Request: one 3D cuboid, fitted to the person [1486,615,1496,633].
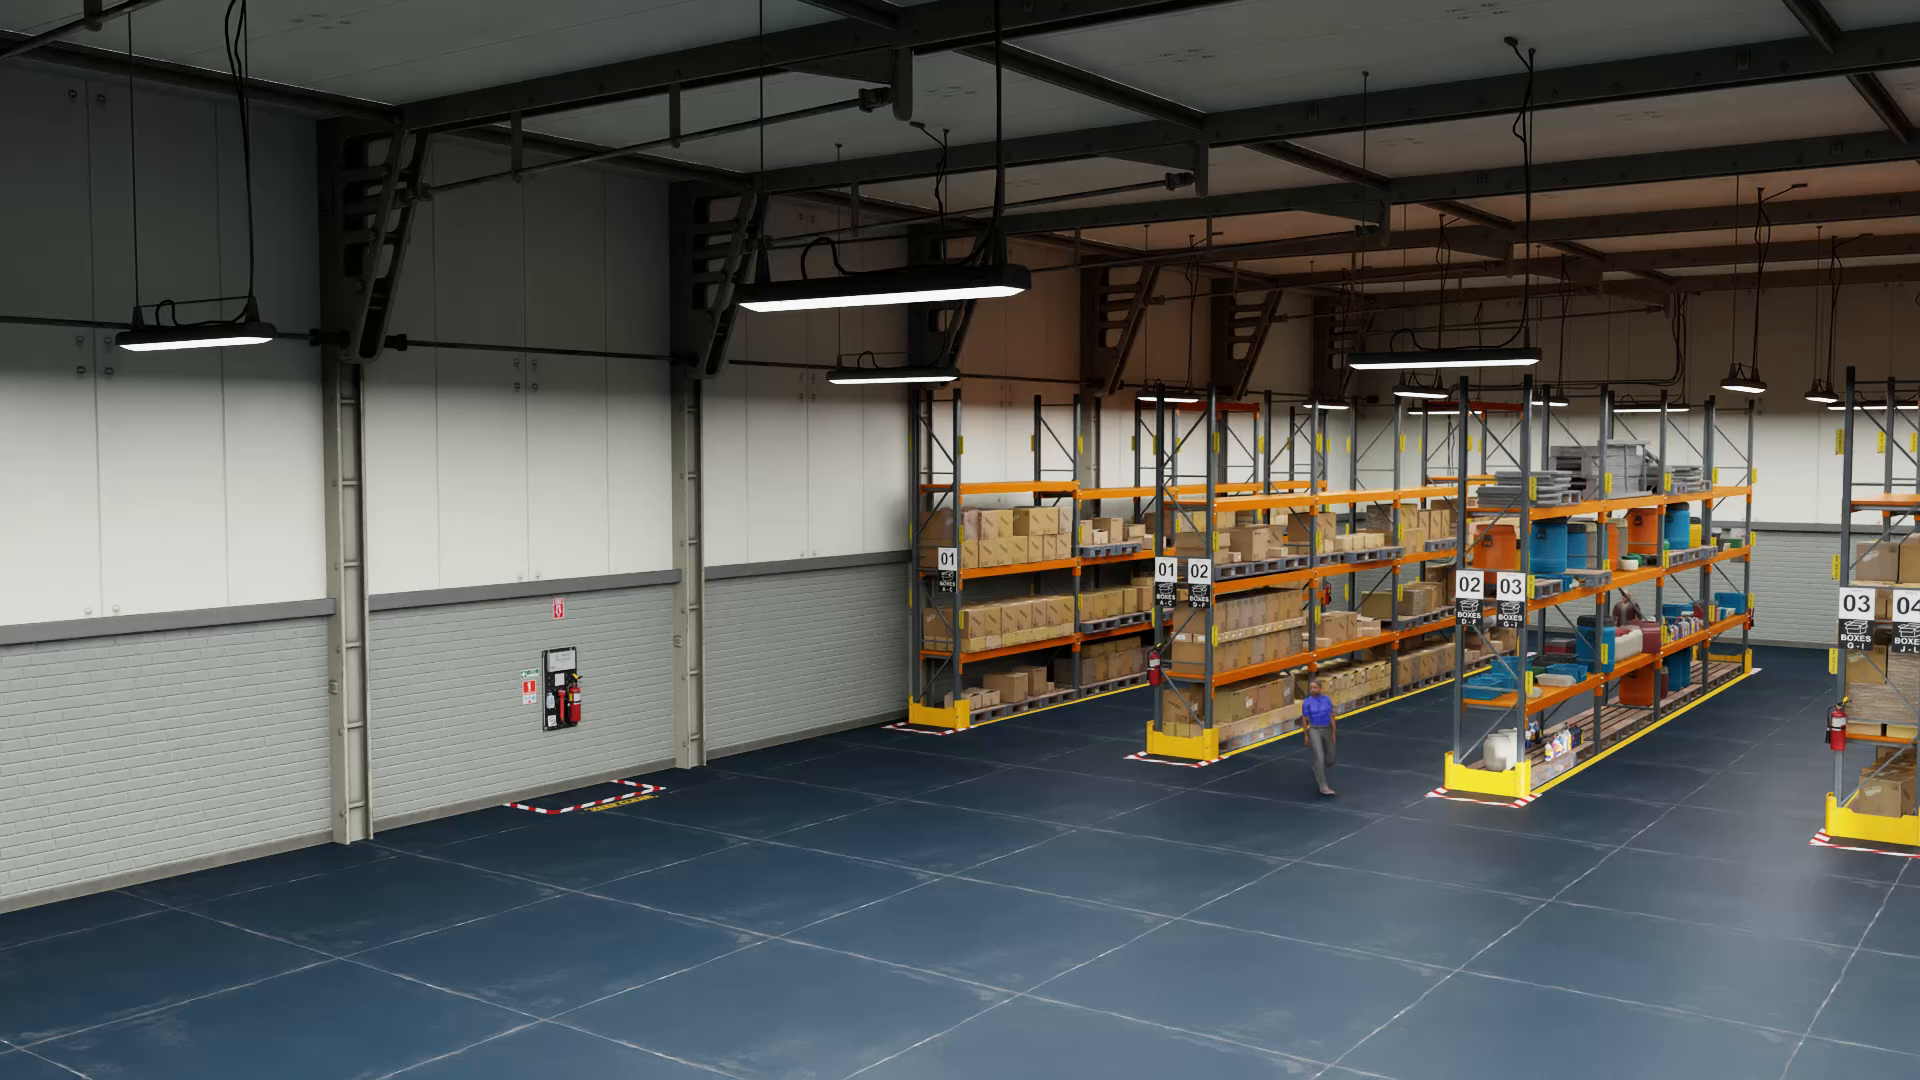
[{"bbox_3d":[13.529,1.731,41.972,0.532,1.754,0.916,-1,3,-13],"label":"person"}]

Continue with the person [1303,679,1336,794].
[{"bbox_3d":[5.213,2.815,24.032,0.448,1.615,0.763,-1,3,-13],"label":"person"}]

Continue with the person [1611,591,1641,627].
[{"bbox_3d":[14.910,1.990,37.317,0.646,1.713,1.141,3,4,38],"label":"person"}]
